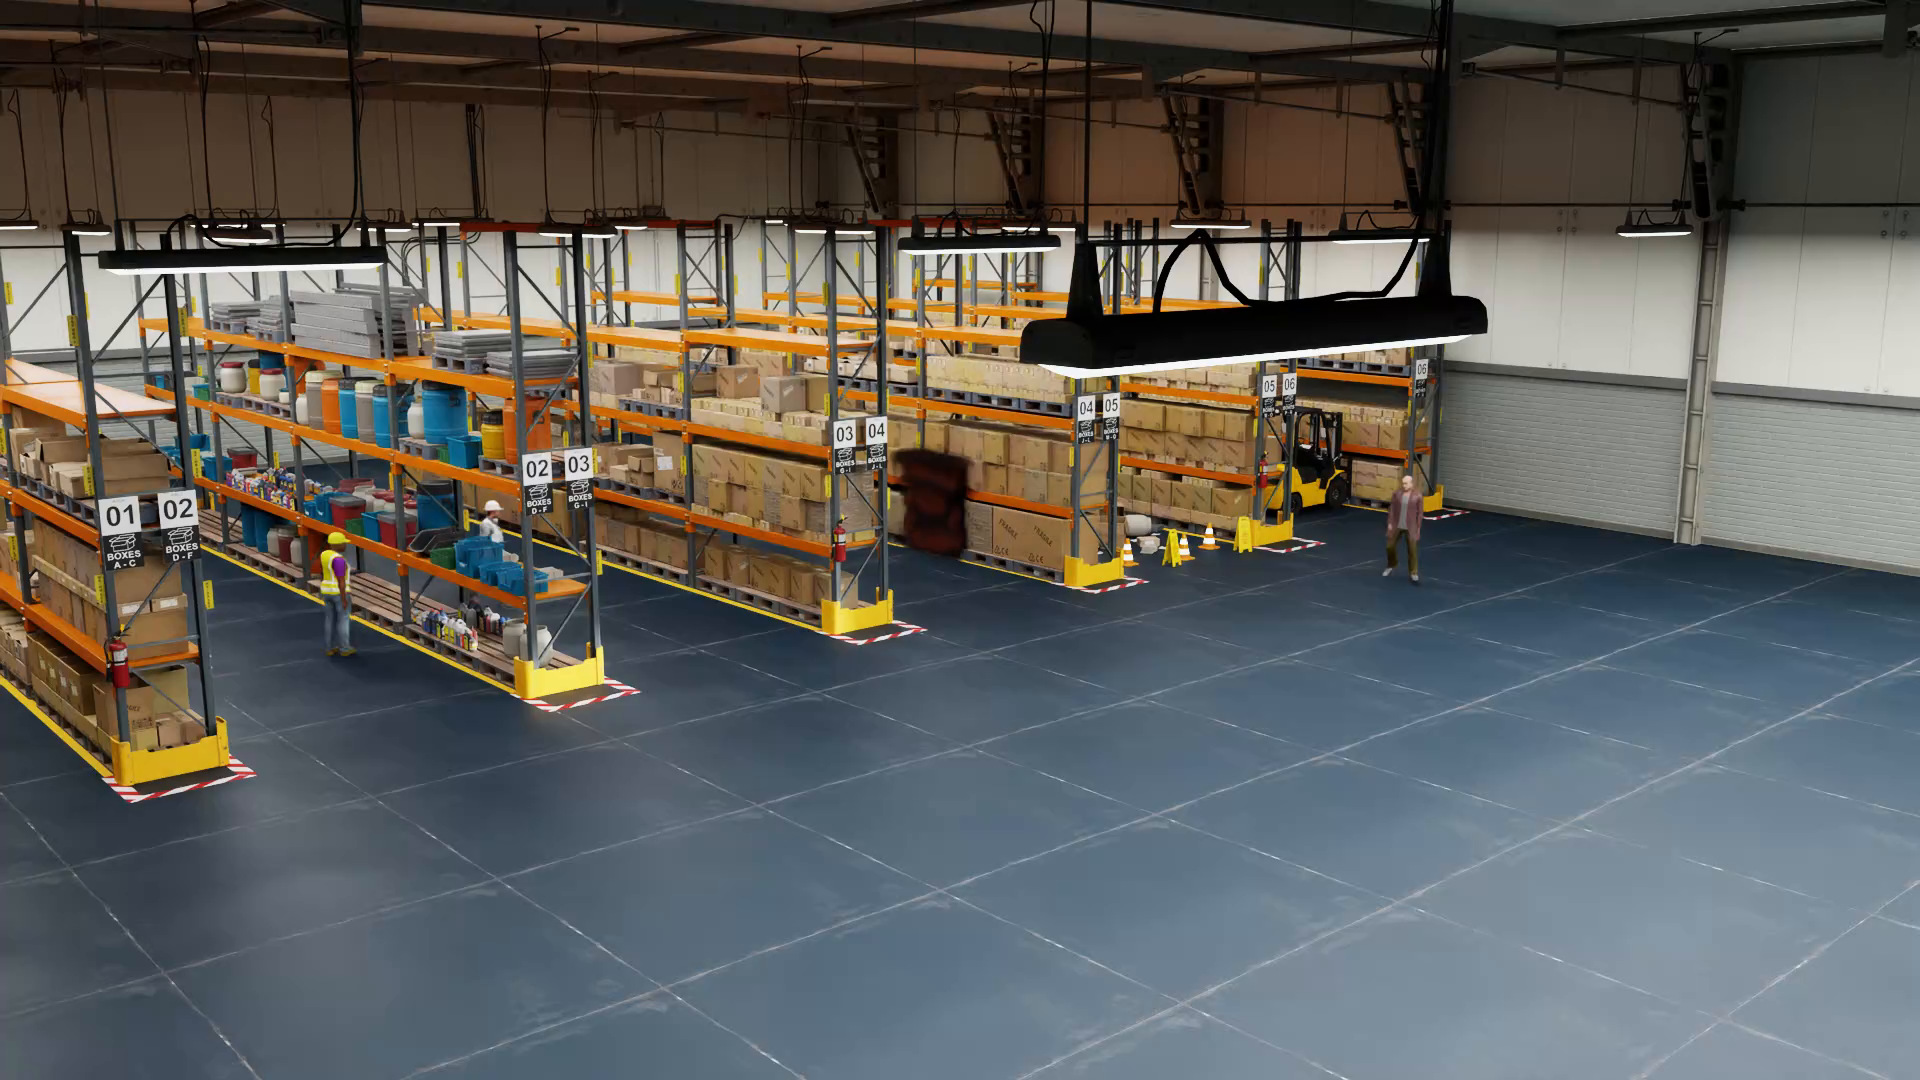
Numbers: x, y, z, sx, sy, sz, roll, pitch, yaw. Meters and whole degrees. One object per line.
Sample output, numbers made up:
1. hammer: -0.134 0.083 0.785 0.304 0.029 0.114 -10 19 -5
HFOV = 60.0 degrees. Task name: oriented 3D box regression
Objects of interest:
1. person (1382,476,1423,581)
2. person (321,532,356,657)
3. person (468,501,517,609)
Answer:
1. person: 7.571 -0.208 28.381 0.633 1.777 0.509 5 12 21
2. person: -8.825 0.760 23.576 0.615 1.767 0.381 7 13 30
3. person: -7.442 0.236 26.302 0.911 1.733 0.500 7 14 32
